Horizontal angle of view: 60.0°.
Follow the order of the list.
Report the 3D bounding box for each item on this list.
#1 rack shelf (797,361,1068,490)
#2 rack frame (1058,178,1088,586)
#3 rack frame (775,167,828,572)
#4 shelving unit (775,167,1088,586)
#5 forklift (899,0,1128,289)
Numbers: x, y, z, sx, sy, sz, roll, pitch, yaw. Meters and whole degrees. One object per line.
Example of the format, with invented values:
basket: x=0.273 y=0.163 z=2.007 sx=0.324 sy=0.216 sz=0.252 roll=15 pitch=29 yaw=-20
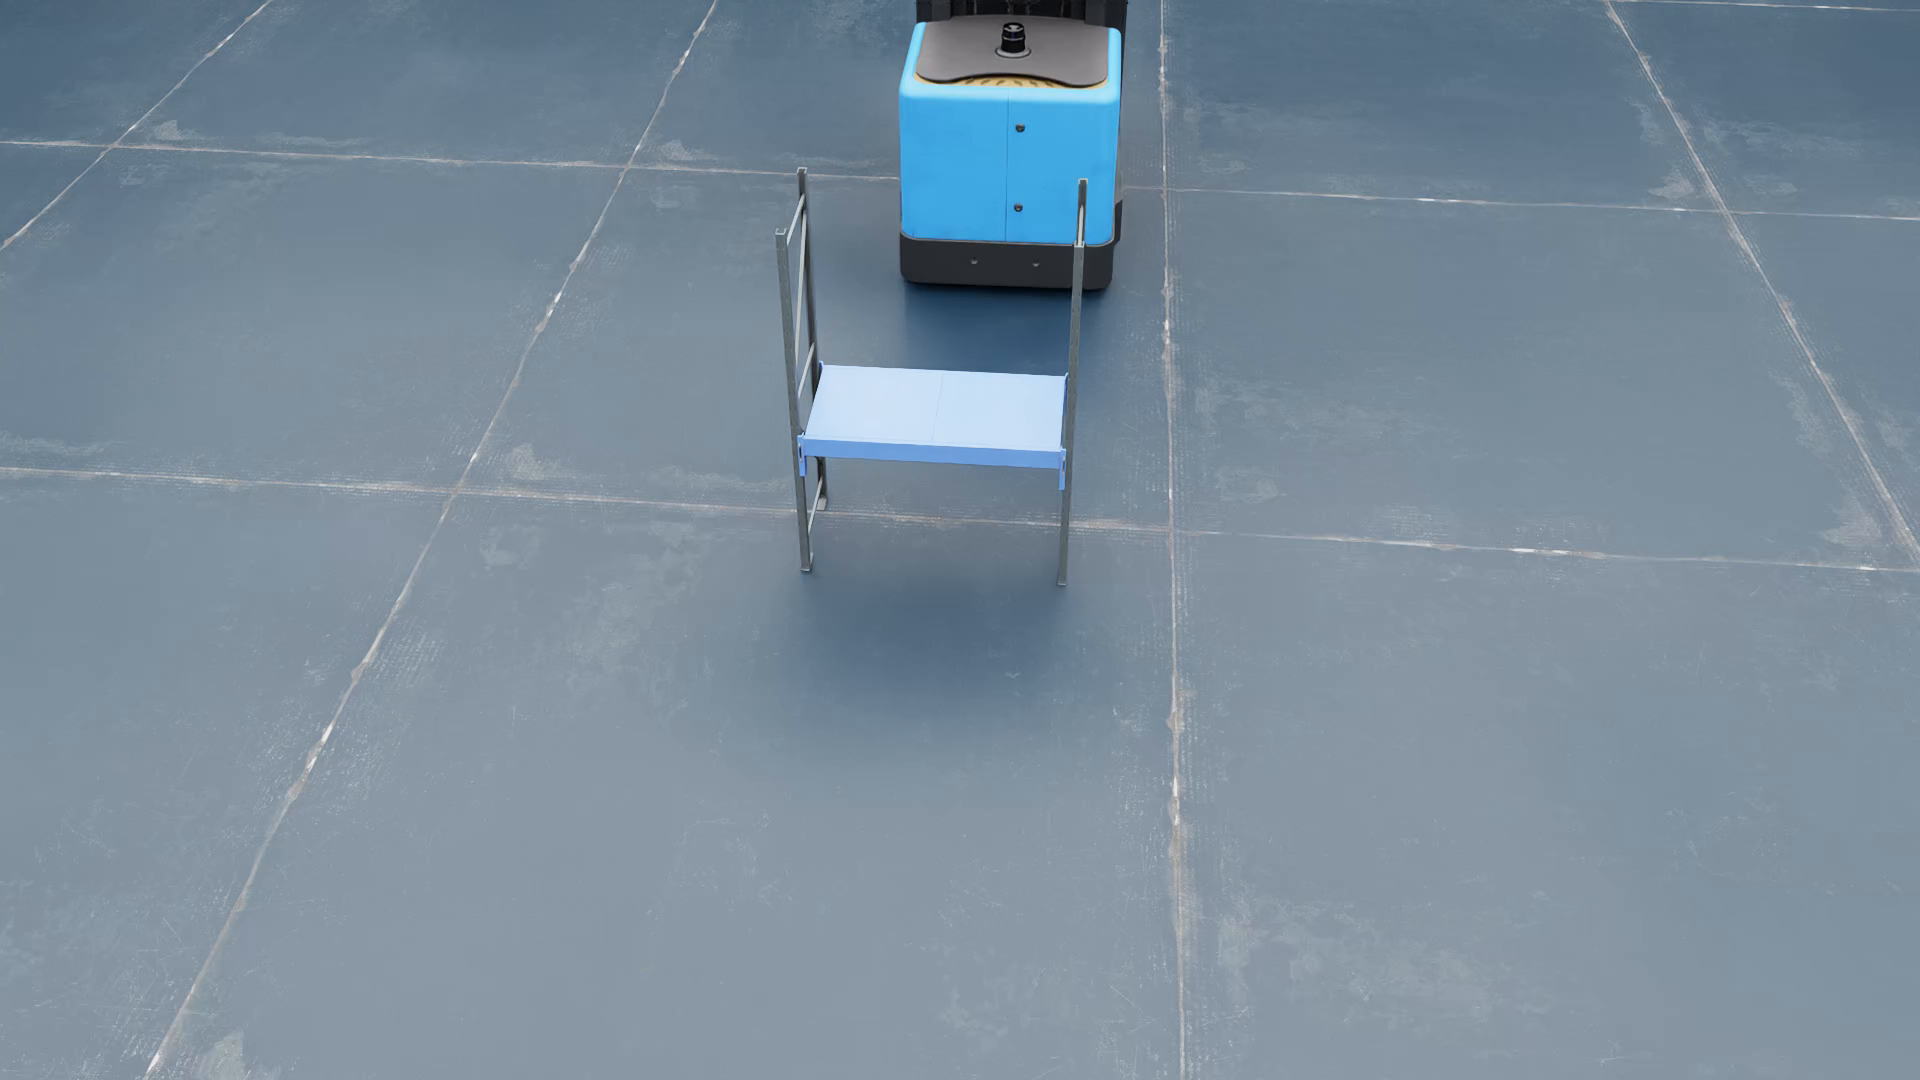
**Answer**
rack shelf: x=-0.085 y=-0.447 z=6.396 sx=1.000 sy=0.185 sz=0.538 roll=3 pitch=39 yaw=4
rack frame: x=0.421 y=-0.559 z=6.248 sx=0.032 sy=1.500 sz=0.500 roll=3 pitch=39 yaw=4
rack frame: x=-0.591 y=-0.614 z=6.316 sx=0.032 sy=1.500 sz=0.500 roll=3 pitch=39 yaw=4
shelving unit: x=-0.085 y=-0.586 z=6.282 sx=1.048 sy=1.500 sz=0.538 roll=3 pitch=39 yaw=4
forklift: x=0.337 y=-3.281 z=8.459 sx=1.130 sy=2.935 sz=3.031 roll=3 pitch=39 yaw=3
